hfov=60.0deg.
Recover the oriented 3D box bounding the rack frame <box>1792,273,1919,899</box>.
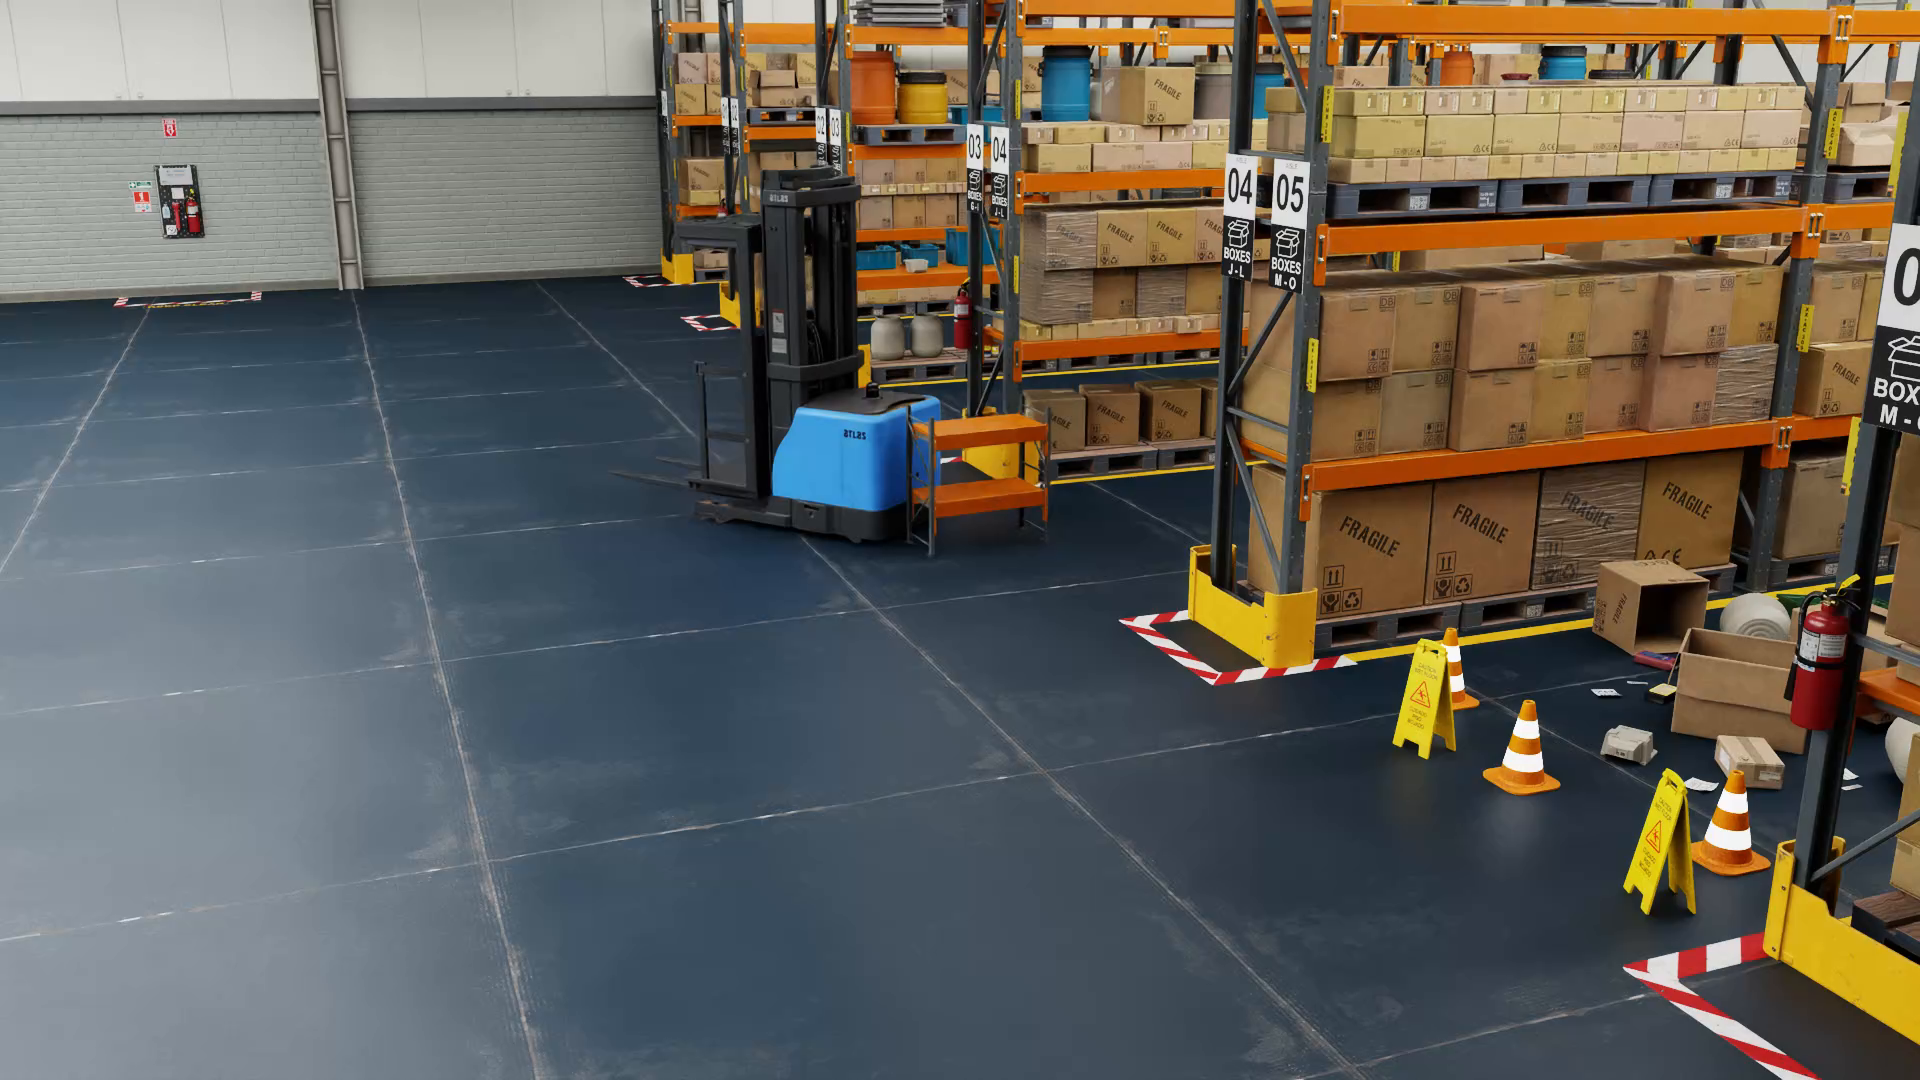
[{"bbox_3d":[3.849,0.520,6.505,0.127,3.000,1.000,-6,17,-20],"label":"rack frame"}]

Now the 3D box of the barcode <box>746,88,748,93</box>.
[{"bbox_3d":[-3.129,-6.570,24.292,0.075,0.075,0.001,-6,17,-20],"label":"barcode"}]

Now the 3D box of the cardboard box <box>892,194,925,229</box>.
[{"bbox_3d":[-0.875,-4.995,25.106,0.500,0.500,0.700,-6,17,-19],"label":"cardboard box"}]

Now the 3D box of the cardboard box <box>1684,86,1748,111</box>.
[{"bbox_3d":[5.020,-2.955,11.122,0.250,0.149,0.380,-6,17,-20],"label":"cardboard box"}]

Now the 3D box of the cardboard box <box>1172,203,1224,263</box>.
[{"bbox_3d":[2.314,-2.893,15.647,0.500,0.500,0.500,-6,17,-20],"label":"cardboard box"}]

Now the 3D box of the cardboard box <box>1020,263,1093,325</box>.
[{"bbox_3d":[0.826,-2.327,15.492,0.500,0.500,0.875,-6,17,-20],"label":"cardboard box"}]

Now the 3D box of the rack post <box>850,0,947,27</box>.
[{"bbox_3d":[-0.718,-6.072,19.192,0.954,0.300,0.937,-4,17,-14],"label":"rack post"}]

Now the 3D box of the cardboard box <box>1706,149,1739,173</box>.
[{"bbox_3d":[5.017,-2.571,11.230,0.250,0.149,0.380,-6,17,-19],"label":"cardboard box"}]

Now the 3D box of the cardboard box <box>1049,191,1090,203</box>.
[{"bbox_3d":[1.712,-5.272,26.050,0.500,0.500,0.500,-5,17,-16],"label":"cardboard box"}]

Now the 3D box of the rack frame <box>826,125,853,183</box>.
[{"bbox_3d":[-1.470,-3.391,19.821,0.127,3.000,1.000,-6,17,-20],"label":"rack frame"}]

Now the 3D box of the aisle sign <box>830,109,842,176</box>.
[{"bbox_3d":[-1.432,-4.554,19.168,0.004,0.787,0.394,-6,17,-20],"label":"aisle sign"}]

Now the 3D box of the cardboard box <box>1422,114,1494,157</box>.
[{"bbox_3d":[2.999,-2.565,10.500,0.500,0.250,0.500,-6,18,-21],"label":"cardboard box"}]

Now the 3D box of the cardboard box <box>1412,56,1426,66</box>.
[{"bbox_3d":[8.869,-9.394,32.953,0.500,0.500,0.500,-6,17,-18],"label":"cardboard box"}]

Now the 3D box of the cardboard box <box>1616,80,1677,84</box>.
[{"bbox_3d":[6.942,-4.453,17.050,0.500,0.500,0.500,-6,17,-20],"label":"cardboard box"}]

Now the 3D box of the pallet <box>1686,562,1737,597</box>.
[{"bbox_3d":[4.980,0.218,12.480,1.213,0.211,1.003,-6,17,-20],"label":"pallet"}]

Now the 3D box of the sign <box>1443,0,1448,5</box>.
[{"bbox_3d":[6.204,-6.777,21.278,0.005,0.325,0.100,-6,17,-20],"label":"sign"}]

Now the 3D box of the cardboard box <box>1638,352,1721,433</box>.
[{"bbox_3d":[4.873,-1.146,11.911,0.550,0.550,0.875,-6,17,-20],"label":"cardboard box"}]

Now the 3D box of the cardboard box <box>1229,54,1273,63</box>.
[{"bbox_3d":[4.641,-7.510,26.574,0.500,0.500,0.500,-6,17,-20],"label":"cardboard box"}]

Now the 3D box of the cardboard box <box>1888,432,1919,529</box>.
[{"bbox_3d":[4.248,-0.260,6.679,0.500,0.500,0.700,-7,18,-21],"label":"cardboard box"}]

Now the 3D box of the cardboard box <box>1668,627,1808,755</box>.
[{"bbox_3d":[4.583,0.874,9.728,0.797,0.503,0.637,9,19,28],"label":"cardboard box"}]

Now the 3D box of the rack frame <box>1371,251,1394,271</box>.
[{"bbox_3d":[4.038,-2.491,16.757,0.127,3.000,1.000,-6,17,-20],"label":"rack frame"}]

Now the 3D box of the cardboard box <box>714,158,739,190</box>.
[{"bbox_3d":[-3.996,-6.311,28.666,0.500,0.500,0.500,-6,17,-20],"label":"cardboard box"}]

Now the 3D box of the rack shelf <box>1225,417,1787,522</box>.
[{"bbox_3d":[3.851,-0.629,11.693,4.000,0.370,1.077,-6,17,-20],"label":"rack shelf"}]

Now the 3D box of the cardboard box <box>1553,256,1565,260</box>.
[{"bbox_3d":[6.313,-2.792,17.276,0.258,0.266,0.396,-7,18,-22],"label":"cardboard box"}]

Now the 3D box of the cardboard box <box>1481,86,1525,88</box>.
[{"bbox_3d":[3.601,-3.000,11.276,0.250,0.149,0.380,-6,17,-20],"label":"cardboard box"}]

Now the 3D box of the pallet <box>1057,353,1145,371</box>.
[{"bbox_3d":[1.624,-2.399,21.394,1.213,0.211,1.003,-6,17,-20],"label":"pallet"}]

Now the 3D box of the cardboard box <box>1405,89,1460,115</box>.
[{"bbox_3d":[2.882,-2.724,10.335,0.250,0.149,0.380,-6,18,-21],"label":"cardboard box"}]

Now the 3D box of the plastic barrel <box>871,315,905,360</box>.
[{"bbox_3d":[-0.882,-2.485,20.407,0.421,0.512,0.421,0,16,0],"label":"plastic barrel"}]

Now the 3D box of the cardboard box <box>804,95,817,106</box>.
[{"bbox_3d":[-2.077,-6.354,24.041,0.250,0.149,0.380,-6,17,-20],"label":"cardboard box"}]

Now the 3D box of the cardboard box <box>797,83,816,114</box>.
[{"bbox_3d":[-2.643,-7.668,28.850,0.500,0.500,0.500,-7,18,-22],"label":"cardboard box"}]

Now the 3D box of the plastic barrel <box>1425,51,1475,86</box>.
[{"bbox_3d":[6.532,-6.101,22.218,0.708,0.830,0.600,-6,17,-20],"label":"plastic barrel"}]

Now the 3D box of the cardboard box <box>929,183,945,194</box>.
[{"bbox_3d":[-0.401,-5.295,24.977,0.250,0.149,0.380,-6,17,-20],"label":"cardboard box"}]

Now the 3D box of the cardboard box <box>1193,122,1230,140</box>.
[{"bbox_3d":[2.326,-3.803,15.458,0.250,0.149,0.380,-7,18,-22],"label":"cardboard box"}]

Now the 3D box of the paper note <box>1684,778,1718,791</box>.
[{"bbox_3d":[4.019,1.325,9.031,0.142,0.019,0.148,-14,21,-39],"label":"paper note"}]

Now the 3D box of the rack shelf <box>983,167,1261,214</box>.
[{"bbox_3d":[2.170,-3.383,15.749,4.000,0.370,1.077,-6,17,-20],"label":"rack shelf"}]

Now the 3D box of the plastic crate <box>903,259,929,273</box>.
[{"bbox_3d":[-0.519,-3.270,19.878,0.250,0.136,0.298,-6,17,-20],"label":"plastic crate"}]

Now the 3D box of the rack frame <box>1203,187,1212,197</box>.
[{"bbox_3d":[4.232,-5.501,27.007,0.127,3.000,1.000,-6,17,-20],"label":"rack frame"}]

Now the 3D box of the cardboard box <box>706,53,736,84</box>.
[{"bbox_3d":[-4.081,-7.986,28.159,0.500,0.500,0.500,-6,18,-21],"label":"cardboard box"}]

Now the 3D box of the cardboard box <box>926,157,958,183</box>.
[{"bbox_3d":[-0.387,-5.671,25.105,0.500,0.500,0.700,-6,17,-20],"label":"cardboard box"}]

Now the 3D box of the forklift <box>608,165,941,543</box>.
[{"bbox_3d":[-1.678,-1.666,14.069,3.031,2.935,1.130,9,19,29],"label":"forklift"}]

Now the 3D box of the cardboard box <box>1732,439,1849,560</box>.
[{"bbox_3d":[6.266,-0.384,12.830,0.750,0.750,1.050,-6,17,-20],"label":"cardboard box"}]

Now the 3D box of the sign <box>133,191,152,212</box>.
[{"bbox_3d":[-13.148,-5.440,26.736,0.234,0.329,0.001,-6,17,-20],"label":"sign"}]

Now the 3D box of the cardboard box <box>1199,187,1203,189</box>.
[{"bbox_3d":[4.522,-6.847,32.003,0.250,0.149,0.380,-6,17,-18],"label":"cardboard box"}]

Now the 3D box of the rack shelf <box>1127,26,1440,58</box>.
[{"bbox_3d":[4.133,-6.337,21.194,4.000,0.370,1.077,-6,17,-20],"label":"rack shelf"}]

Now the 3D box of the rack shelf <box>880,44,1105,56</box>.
[{"bbox_3d":[0.588,-8.944,30.070,4.000,0.370,1.077,-6,17,-20],"label":"rack shelf"}]

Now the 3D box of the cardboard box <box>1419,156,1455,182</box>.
[{"bbox_3d":[2.890,-2.342,10.449,0.250,0.149,0.380,-6,17,-20],"label":"cardboard box"}]

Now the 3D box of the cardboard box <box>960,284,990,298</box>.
[{"bbox_3d":[0.142,-3.876,25.607,0.500,0.250,0.500,-6,17,-20],"label":"cardboard box"}]

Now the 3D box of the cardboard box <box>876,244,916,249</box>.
[{"bbox_3d":[-0.982,-4.275,25.635,0.500,0.500,0.500,-6,17,-20],"label":"cardboard box"}]

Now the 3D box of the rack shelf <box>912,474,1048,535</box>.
[{"bbox_3d":[0.147,-0.293,13.466,1.000,0.278,0.538,-7,18,-24],"label":"rack shelf"}]

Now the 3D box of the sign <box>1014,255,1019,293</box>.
[{"bbox_3d":[0.497,-2.360,14.776,0.005,0.325,0.100,-6,17,-20],"label":"sign"}]

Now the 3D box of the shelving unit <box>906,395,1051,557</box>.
[{"bbox_3d":[0.147,-0.527,13.397,1.048,1.125,0.538,-7,18,-24],"label":"shelving unit"}]

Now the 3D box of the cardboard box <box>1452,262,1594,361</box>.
[{"bbox_3d":[3.844,-1.578,11.465,0.500,0.550,0.875,-6,17,-20],"label":"cardboard box"}]

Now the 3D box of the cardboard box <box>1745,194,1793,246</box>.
[{"bbox_3d":[9.071,-3.558,18.433,0.637,0.503,0.797,-6,17,-19],"label":"cardboard box"}]

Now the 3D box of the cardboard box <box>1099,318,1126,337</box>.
[{"bbox_3d":[1.359,-2.005,15.549,0.250,0.149,0.380,-6,17,-20],"label":"cardboard box"}]

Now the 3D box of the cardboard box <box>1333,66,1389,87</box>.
[{"bbox_3d":[3.709,-4.248,15.825,0.500,0.500,0.500,-7,18,-22],"label":"cardboard box"}]

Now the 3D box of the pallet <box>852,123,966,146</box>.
[{"bbox_3d":[-0.662,-4.797,19.622,1.213,0.211,1.003,-6,17,-20],"label":"pallet"}]

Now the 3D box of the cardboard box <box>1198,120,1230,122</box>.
[{"bbox_3d":[2.420,-3.957,15.983,0.250,0.149,0.380,-7,18,-21],"label":"cardboard box"}]
